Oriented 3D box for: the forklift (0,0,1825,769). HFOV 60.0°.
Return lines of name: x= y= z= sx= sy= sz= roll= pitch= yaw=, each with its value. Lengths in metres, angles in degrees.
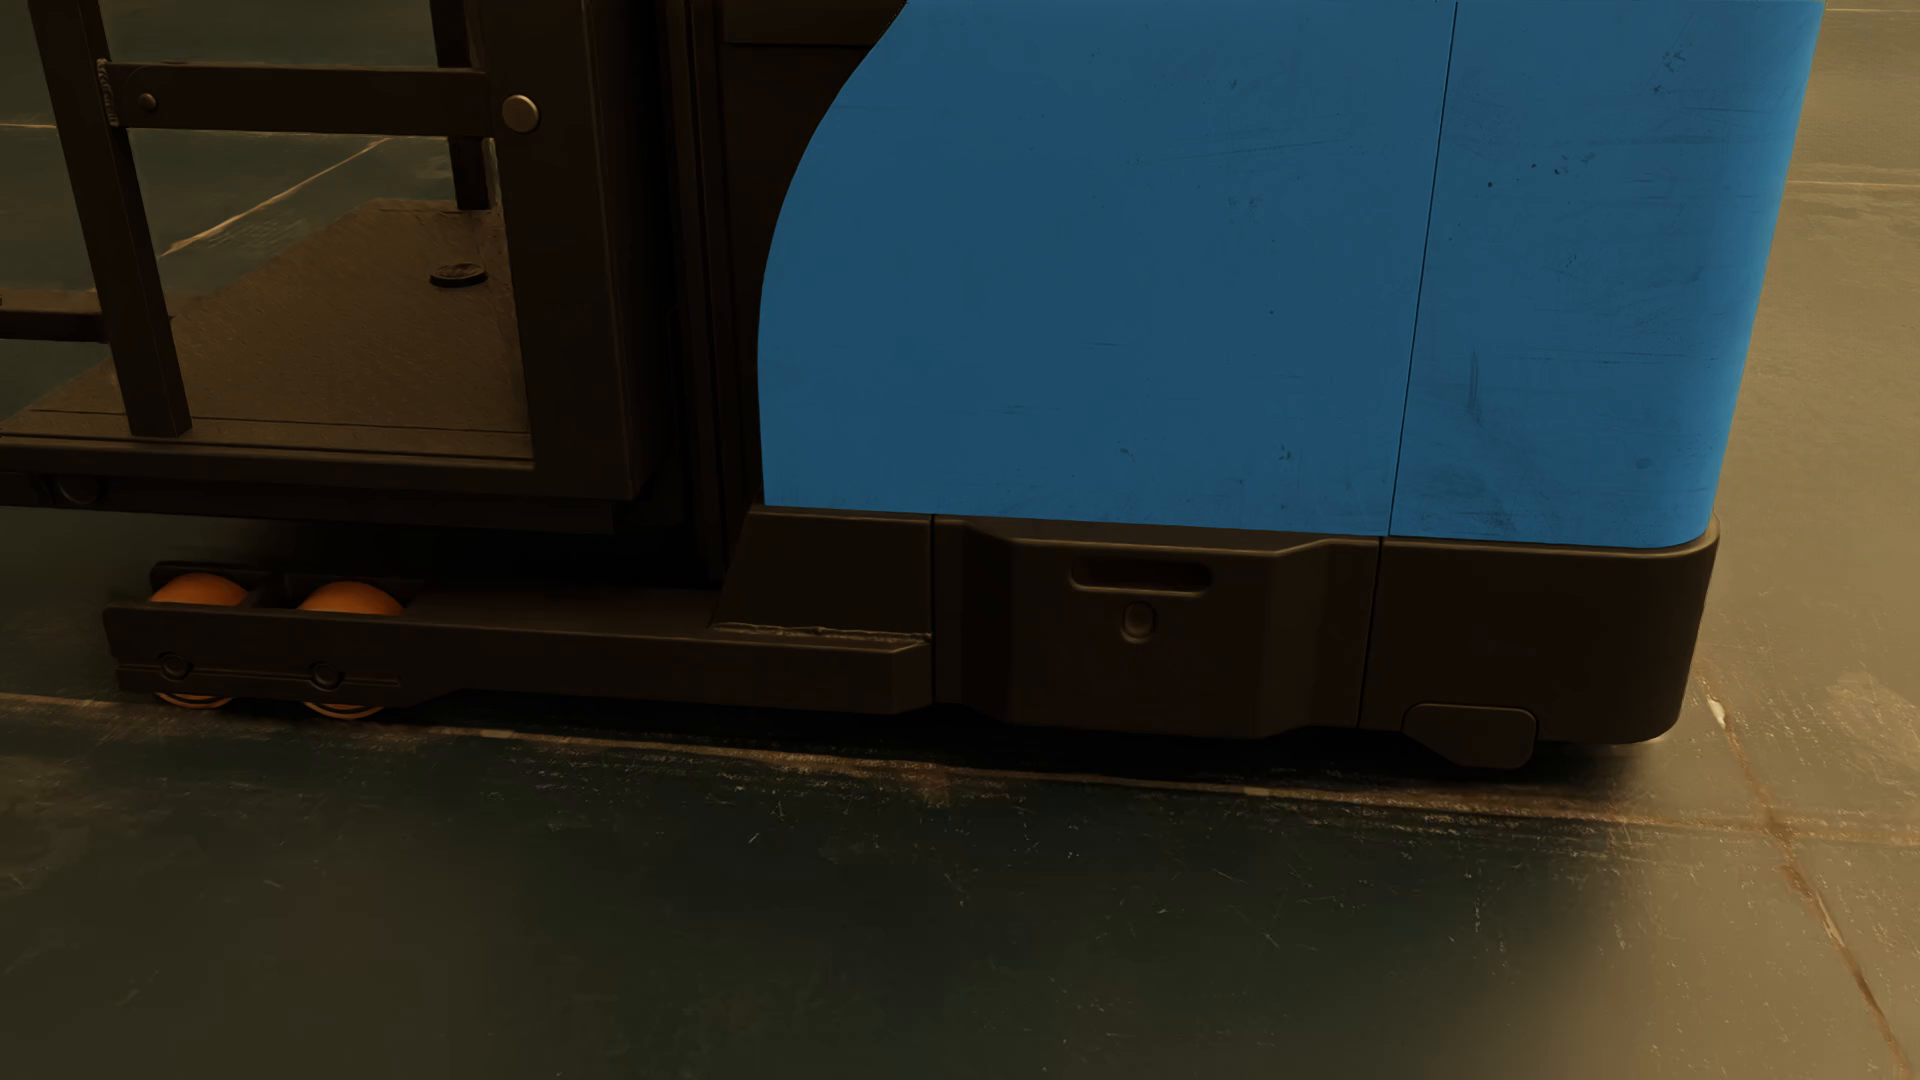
forklift: x=-0.613 y=-1.321 z=1.865 sx=3.031 sy=2.935 sz=1.130 roll=3 pitch=27 yaw=6
